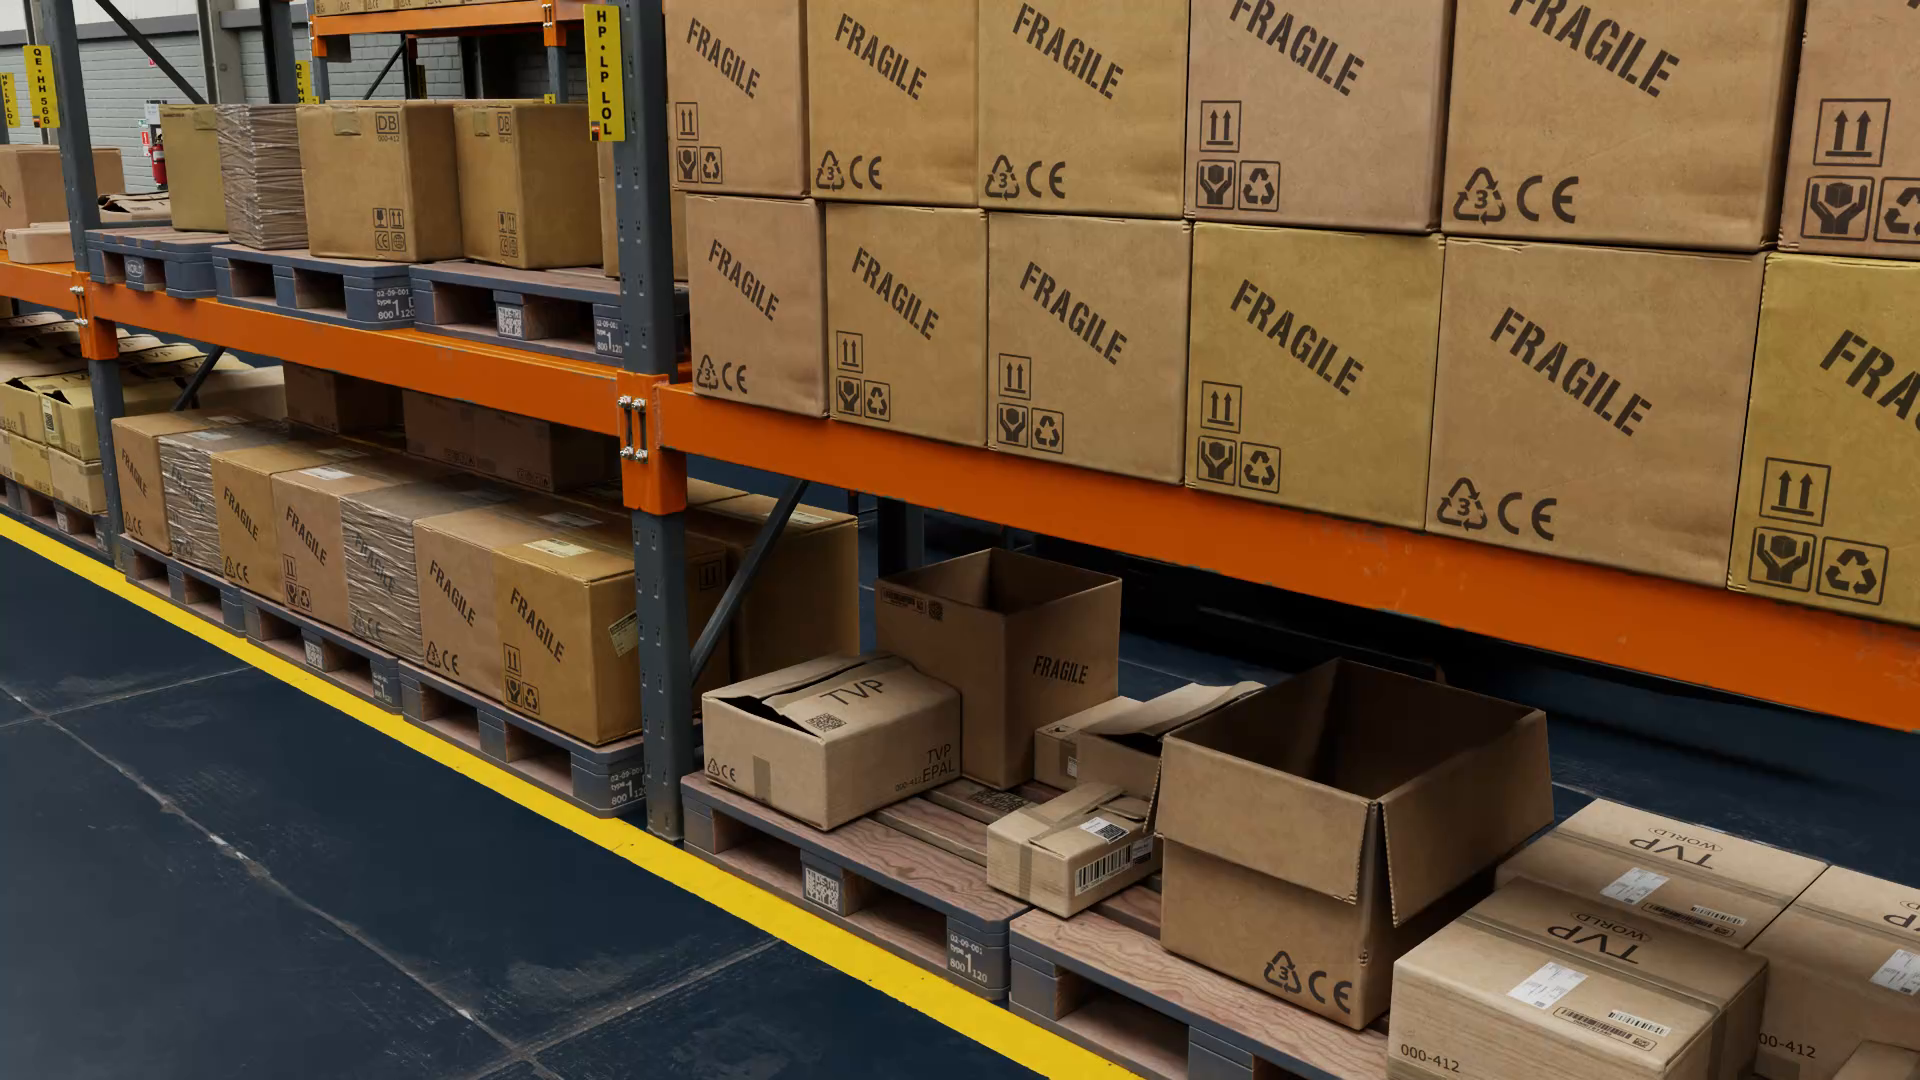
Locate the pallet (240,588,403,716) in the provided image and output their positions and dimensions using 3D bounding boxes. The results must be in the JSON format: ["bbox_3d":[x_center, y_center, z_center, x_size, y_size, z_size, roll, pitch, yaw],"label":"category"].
[{"bbox_3d":[-1.994,0.302,6.353,1.213,0.211,1.003,14,20,42],"label":"pallet"}]

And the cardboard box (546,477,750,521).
[{"bbox_3d":[-1.070,0.079,5.767,0.500,0.500,0.500,14,20,43],"label":"cardboard box"}]

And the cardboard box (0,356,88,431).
[{"bbox_3d":[-4.667,-0.768,8.437,0.500,0.311,0.500,13,20,42],"label":"cardboard box"}]

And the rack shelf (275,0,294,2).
[{"bbox_3d":[-1.939,-2.151,5.718,4.000,0.370,1.077,14,20,42],"label":"rack shelf"}]

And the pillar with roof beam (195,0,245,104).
[{"bbox_3d":[-11.905,-6.904,16.582,0.400,9.000,9.100,14,20,42],"label":"pillar with roof beam"}]

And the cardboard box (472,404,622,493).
[{"bbox_3d":[-1.398,-0.368,5.993,0.500,0.250,0.500,14,20,42],"label":"cardboard box"}]

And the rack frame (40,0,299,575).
[{"bbox_3d":[-3.379,-1.398,7.349,0.127,3.000,1.000,14,20,42],"label":"rack frame"}]

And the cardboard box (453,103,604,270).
[{"bbox_3d":[-1.224,-1.182,5.488,0.700,0.500,0.500,-11,18,-35],"label":"cardboard box"}]

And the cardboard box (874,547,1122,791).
[{"bbox_3d":[0.108,0.347,4.736,0.500,0.500,0.500,14,20,42],"label":"cardboard box"}]

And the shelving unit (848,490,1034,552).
[{"bbox_3d":[0.005,-0.543,7.786,1.048,1.125,0.538,14,20,42],"label":"shelving unit"}]

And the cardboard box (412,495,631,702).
[{"bbox_3d":[-1.404,0.176,5.391,0.500,0.500,0.500,14,20,42],"label":"cardboard box"}]

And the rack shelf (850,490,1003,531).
[{"bbox_3d":[0.005,-0.307,7.847,1.000,0.278,0.538,14,20,42],"label":"rack shelf"}]

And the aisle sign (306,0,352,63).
[{"bbox_3d":[-5.962,-4.914,15.687,0.004,0.787,0.394,14,20,42],"label":"aisle sign"}]

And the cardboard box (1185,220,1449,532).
[{"bbox_3d":[0.775,-0.342,3.097,0.500,0.500,0.500,13,20,41],"label":"cardboard box"}]

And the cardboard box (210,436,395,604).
[{"bbox_3d":[-2.511,-0.090,6.415,0.500,0.500,0.500,13,20,41],"label":"cardboard box"}]

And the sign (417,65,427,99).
[{"bbox_3d":[-5.303,-4.508,16.363,0.005,0.325,0.100,14,20,42],"label":"sign"}]

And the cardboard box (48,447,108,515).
[{"bbox_3d":[-3.927,-0.318,7.826,0.500,0.250,0.500,-14,20,-43],"label":"cardboard box"}]

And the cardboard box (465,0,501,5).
[{"bbox_3d":[-3.713,-4.642,13.611,0.500,0.500,0.500,12,19,38],"label":"cardboard box"}]

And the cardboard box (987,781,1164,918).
[{"bbox_3d":[0.282,0.722,3.957,0.250,0.166,0.380,14,20,42],"label":"cardboard box"}]

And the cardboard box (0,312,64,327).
[{"bbox_3d":[-5.768,-1.223,10.186,0.500,0.311,0.500,14,20,42],"label":"cardboard box"}]

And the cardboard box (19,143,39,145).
[{"bbox_3d":[-5.338,-1.917,9.142,0.500,0.500,0.500,-13,19,-40],"label":"cardboard box"}]

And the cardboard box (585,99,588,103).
[{"bbox_3d":[-3.016,-3.418,13.872,0.500,0.500,0.500,13,19,41],"label":"cardboard box"}]

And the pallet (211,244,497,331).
[{"bbox_3d":[-1.976,-0.966,6.070,1.213,0.211,1.003,14,20,42],"label":"pallet"}]

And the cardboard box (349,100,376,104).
[{"bbox_3d":[-5.218,-3.771,15.228,0.500,0.500,0.500,14,20,42],"label":"cardboard box"}]

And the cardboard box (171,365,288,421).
[{"bbox_3d":[-3.552,-0.687,8.128,0.500,0.311,0.500,-14,20,-42],"label":"cardboard box"}]

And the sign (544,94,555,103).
[{"bbox_3d":[-3.194,-3.317,12.996,0.005,0.325,0.100,14,20,42],"label":"sign"}]

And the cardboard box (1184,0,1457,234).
[{"bbox_3d":[0.758,-0.826,2.973,0.500,0.500,0.500,-14,20,-42],"label":"cardboard box"}]

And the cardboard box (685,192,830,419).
[{"bbox_3d":[-0.322,-0.608,4.117,0.500,0.500,0.500,-14,20,-43],"label":"cardboard box"}]

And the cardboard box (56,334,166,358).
[{"bbox_3d":[-4.672,-0.957,9.164,0.500,0.311,0.500,13,20,42],"label":"cardboard box"}]

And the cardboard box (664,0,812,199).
[{"bbox_3d":[-0.356,-1.097,4.011,0.500,0.500,0.500,-14,20,-43],"label":"cardboard box"}]

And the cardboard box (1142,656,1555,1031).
[{"bbox_3d":[0.857,0.625,3.663,0.637,0.503,0.797,14,20,42],"label":"cardboard box"}]

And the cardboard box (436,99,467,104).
[{"bbox_3d":[-4.096,-3.501,14.190,0.500,0.500,0.500,13,19,41],"label":"cardboard box"}]

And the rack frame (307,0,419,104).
[{"bbox_3d":[-5.702,-3.698,16.175,0.127,3.000,1.000,14,20,42],"label":"rack frame"}]

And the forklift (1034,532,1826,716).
[{"bbox_3d":[1.729,-0.997,5.944,3.031,2.935,1.130,13,20,41],"label":"forklift"}]

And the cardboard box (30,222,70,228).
[{"bbox_3d":[-4.336,-1.489,8.198,0.380,0.149,0.250,-13,19,-40],"label":"cardboard box"}]

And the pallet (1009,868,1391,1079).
[{"bbox_3d":[0.877,0.985,3.732,1.213,0.211,1.003,14,20,42],"label":"pallet"}]

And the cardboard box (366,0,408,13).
[{"bbox_3d":[-4.897,-4.913,14.652,0.500,0.500,0.500,-13,20,-42],"label":"cardboard box"}]

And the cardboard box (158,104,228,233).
[{"bbox_3d":[-2.847,-1.560,6.938,0.500,0.500,0.700,7,16,24],"label":"cardboard box"}]

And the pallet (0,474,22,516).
[{"bbox_3d":[-4.819,-0.413,9.100,1.213,0.211,1.003,14,20,42],"label":"pallet"}]

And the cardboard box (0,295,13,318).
[{"bbox_3d":[-6.375,-1.472,10.764,0.500,0.500,0.500,14,20,42],"label":"cardboard box"}]

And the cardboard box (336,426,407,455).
[{"bbox_3d":[-2.171,-0.190,6.796,0.500,0.500,0.500,13,19,40],"label":"cardboard box"}]

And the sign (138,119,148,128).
[{"bbox_3d":[-10.999,-5.609,22.387,0.331,0.109,0.001,14,20,42],"label":"sign"}]

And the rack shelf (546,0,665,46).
[{"bbox_3d":[-1.383,-3.751,11.858,4.000,0.370,1.077,14,20,42],"label":"rack shelf"}]
